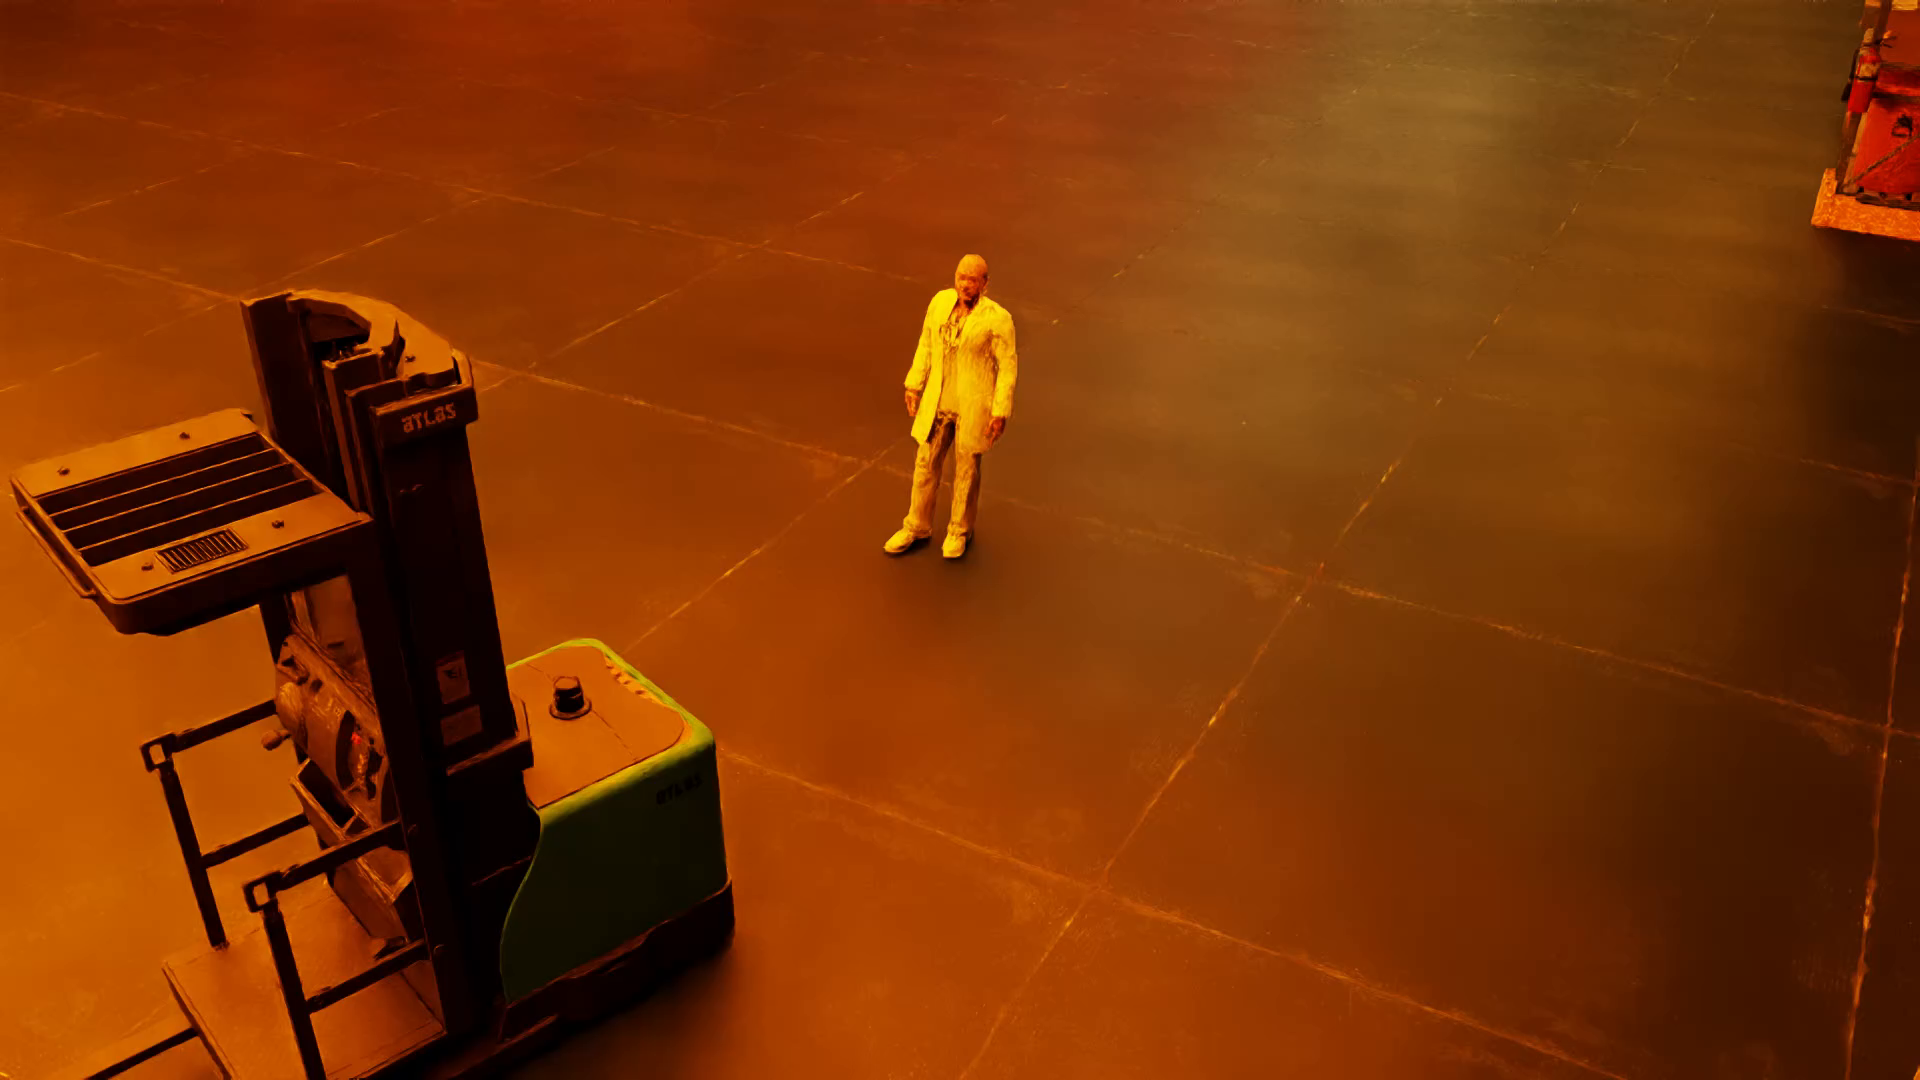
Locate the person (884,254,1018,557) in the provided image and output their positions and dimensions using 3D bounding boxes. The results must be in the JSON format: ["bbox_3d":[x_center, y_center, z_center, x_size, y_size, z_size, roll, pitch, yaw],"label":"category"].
[{"bbox_3d":[-0.048,-0.738,9.488,0.694,1.776,0.579,15,33,25],"label":"person"}]

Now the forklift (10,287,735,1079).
[{"bbox_3d":[-2.397,0.722,5.820,3.031,2.935,1.130,-24,37,-35],"label":"forklift"}]
